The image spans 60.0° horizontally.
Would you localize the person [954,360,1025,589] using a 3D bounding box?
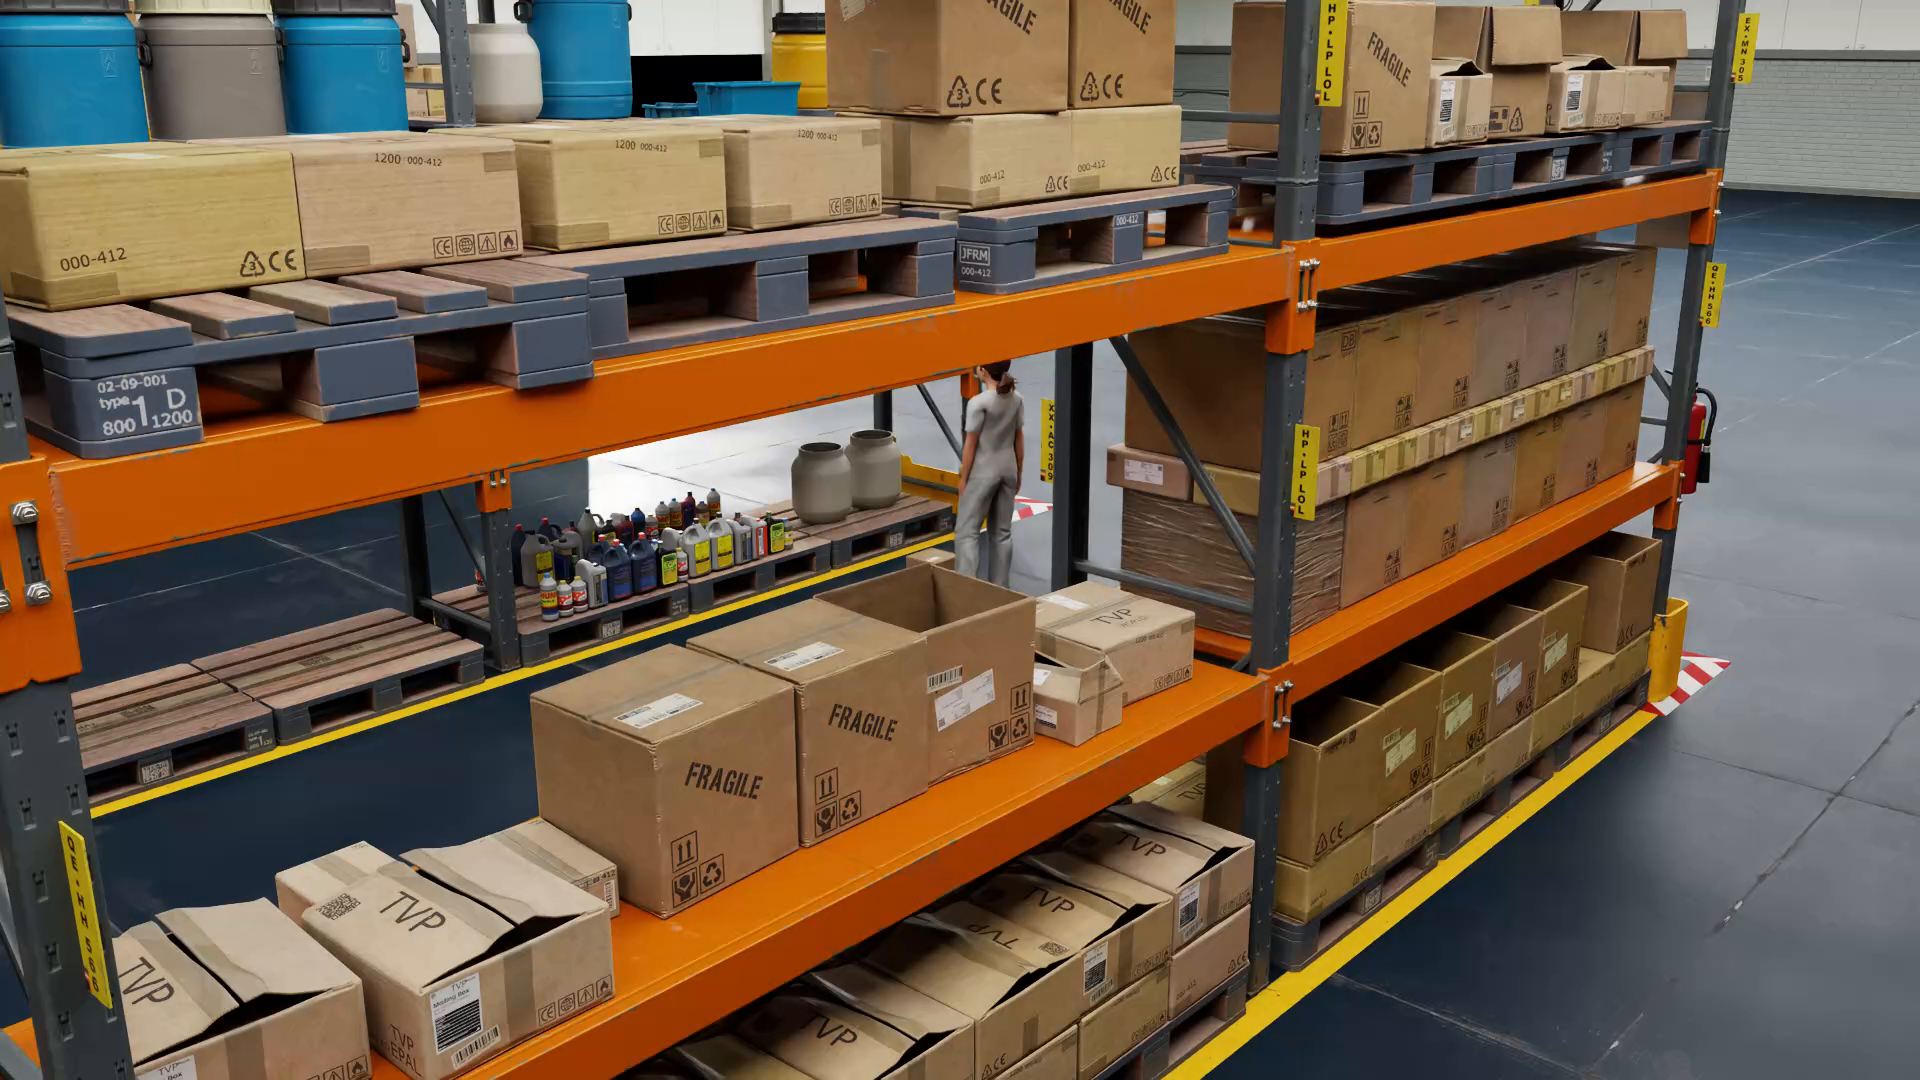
[{"bbox_3d":[0.160,-0.357,10.236,0.525,1.702,0.394,-13,21,-37],"label":"person"}]
